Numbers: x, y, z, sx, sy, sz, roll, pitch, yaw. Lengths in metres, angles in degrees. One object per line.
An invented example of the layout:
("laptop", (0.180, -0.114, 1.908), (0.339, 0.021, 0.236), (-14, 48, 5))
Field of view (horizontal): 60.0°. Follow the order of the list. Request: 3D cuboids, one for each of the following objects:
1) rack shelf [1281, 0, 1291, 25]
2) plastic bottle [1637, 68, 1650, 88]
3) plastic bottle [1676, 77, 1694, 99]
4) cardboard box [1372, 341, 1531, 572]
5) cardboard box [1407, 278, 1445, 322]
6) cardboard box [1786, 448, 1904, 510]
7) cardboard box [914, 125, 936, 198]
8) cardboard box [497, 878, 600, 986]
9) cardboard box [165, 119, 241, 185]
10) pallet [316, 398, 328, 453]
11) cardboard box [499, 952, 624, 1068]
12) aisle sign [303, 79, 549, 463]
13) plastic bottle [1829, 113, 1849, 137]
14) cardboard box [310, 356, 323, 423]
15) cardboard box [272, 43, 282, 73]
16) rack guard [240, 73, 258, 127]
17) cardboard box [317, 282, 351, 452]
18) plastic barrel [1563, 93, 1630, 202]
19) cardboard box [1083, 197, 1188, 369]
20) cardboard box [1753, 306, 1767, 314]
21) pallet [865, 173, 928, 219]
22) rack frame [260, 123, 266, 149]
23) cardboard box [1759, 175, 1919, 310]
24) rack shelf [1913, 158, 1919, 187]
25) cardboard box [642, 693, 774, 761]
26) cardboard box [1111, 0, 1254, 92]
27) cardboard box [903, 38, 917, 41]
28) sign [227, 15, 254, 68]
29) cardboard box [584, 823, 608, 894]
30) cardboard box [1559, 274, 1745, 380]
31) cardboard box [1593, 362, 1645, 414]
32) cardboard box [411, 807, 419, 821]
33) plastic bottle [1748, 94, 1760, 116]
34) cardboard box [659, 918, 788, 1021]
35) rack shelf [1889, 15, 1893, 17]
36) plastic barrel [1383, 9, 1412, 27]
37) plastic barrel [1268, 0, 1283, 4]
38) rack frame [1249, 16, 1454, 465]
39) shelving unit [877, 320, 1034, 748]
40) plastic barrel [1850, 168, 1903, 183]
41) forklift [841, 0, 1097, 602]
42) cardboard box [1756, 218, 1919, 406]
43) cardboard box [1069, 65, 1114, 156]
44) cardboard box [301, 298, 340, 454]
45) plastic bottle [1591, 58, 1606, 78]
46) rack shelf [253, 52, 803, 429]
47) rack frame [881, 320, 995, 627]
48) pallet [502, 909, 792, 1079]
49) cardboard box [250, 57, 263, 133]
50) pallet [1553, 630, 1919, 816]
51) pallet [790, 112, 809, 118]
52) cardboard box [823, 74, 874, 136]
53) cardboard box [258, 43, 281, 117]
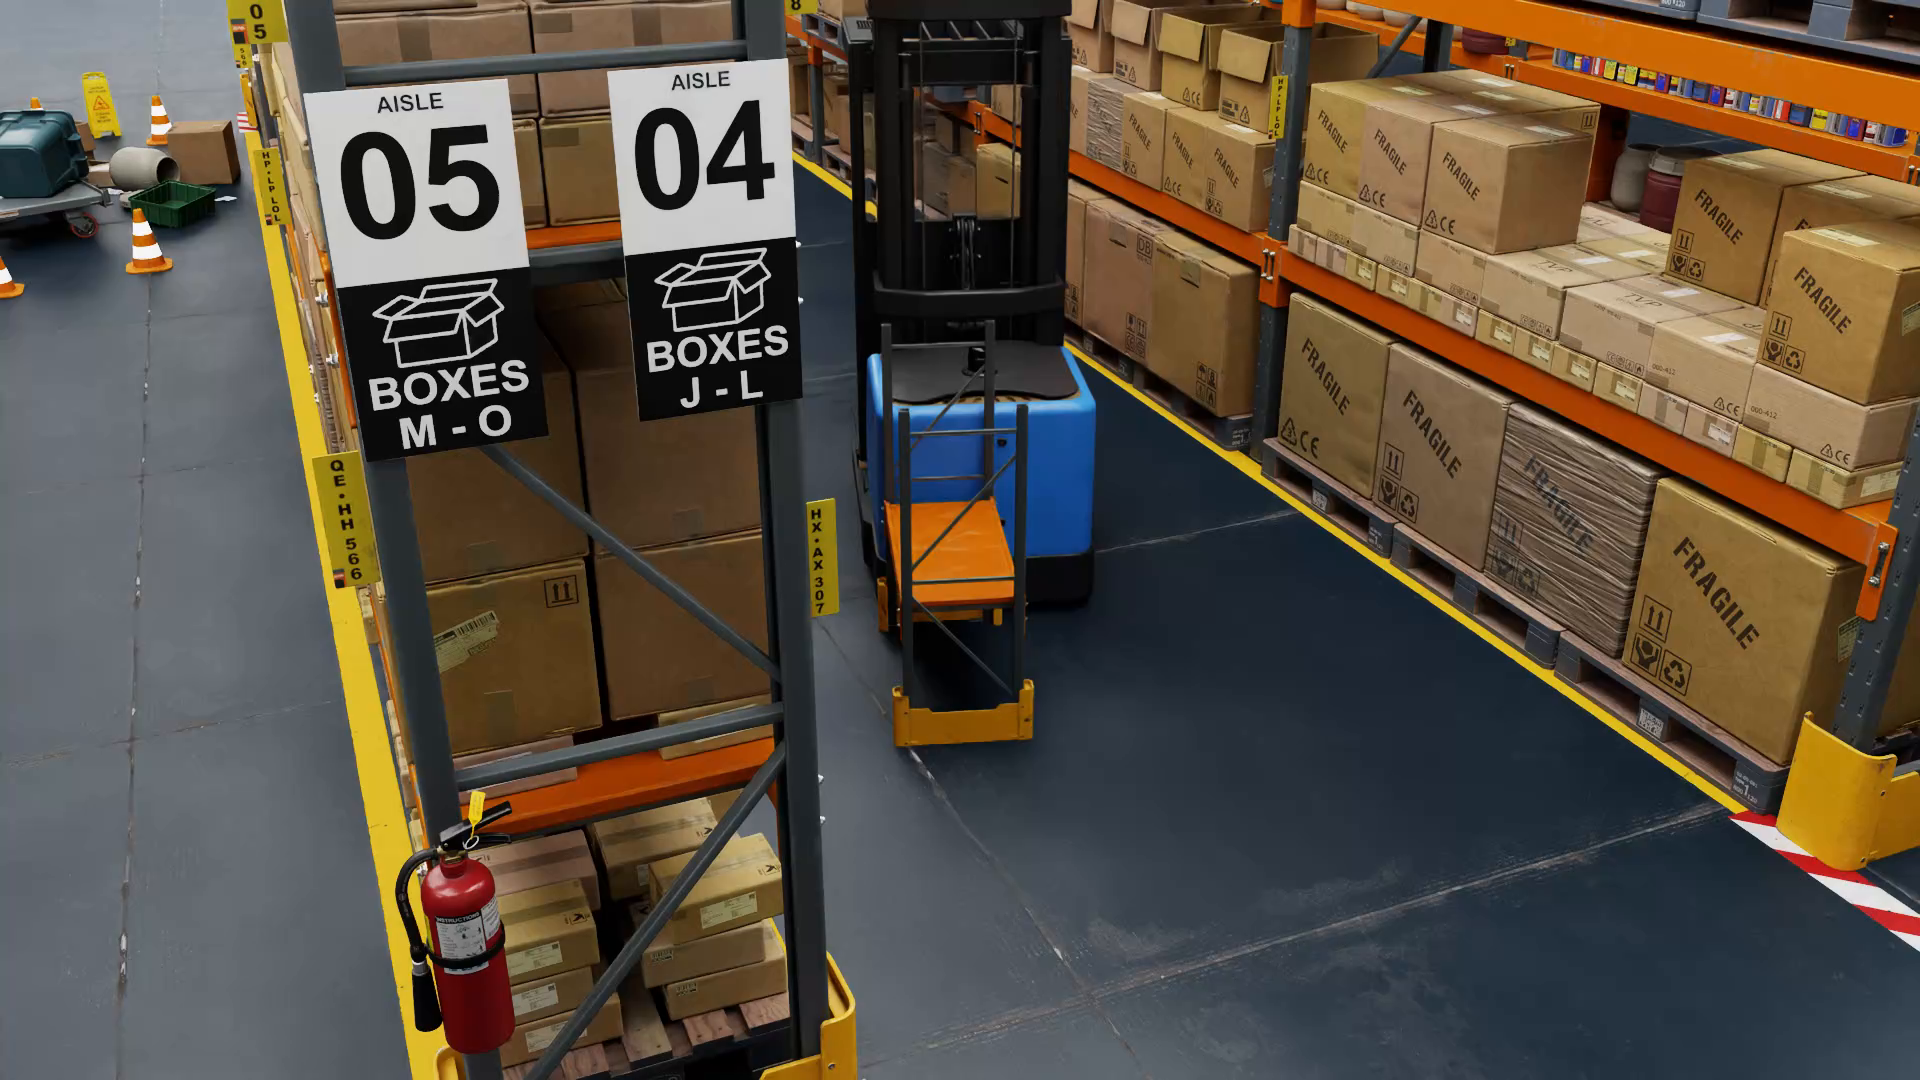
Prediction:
("rack shelf", (1.393, -3.726, 10.365), (1.077, 0.370, 4.000), (-11, 28, -21))
("plastic bottle", (5.384, -3.687, 13.029), (0.097, 0.271, 0.097), (0, 26, 0))
("plastic bottle", (5.583, -3.514, 12.670), (0.152, 0.276, 0.135), (-11, 28, -21))
("cardboard box", (2.714, -0.485, 8.267), (0.875, 0.875, 0.875), (-11, 28, -21))
("cardboard box", (2.398, -1.184, 8.042), (0.380, 0.149, 0.250), (-11, 28, -21))
("cardboard box", (3.301, -0.254, 6.137), (0.380, 0.149, 0.250), (-10, 28, -20))
("cardboard box", (-0.128, -3.300, 14.438), (0.700, 0.500, 0.500), (-8, 27, -16))
("cardboard box", (-1.301, 1.187, 4.993), (0.380, 0.149, 0.250), (-10, 28, -20))
("cardboard box", (-7.112, -3.641, 15.634), (0.500, 0.500, 0.500), (-6, 27, -12))
("pallet", (-3.215, -0.637, 9.815), (1.003, 0.211, 1.213), (-11, 28, -21))
("cardboard box", (-1.258, 1.448, 5.137), (0.380, 0.149, 0.250), (-10, 28, -20))
("aisle sign", (-1.108, -0.555, 3.506), (0.394, 0.787, 0.004), (-11, 28, -21))
("plastic bottle", (6.139, -2.941, 11.496), (0.152, 0.276, 0.135), (-11, 28, -21))
("cardboard box", (-3.346, -0.819, 9.379), (0.500, 0.500, 0.500), (-11, 28, -22))
("cardboard box", (-1.476, -1.322, 4.221), (0.500, 0.250, 0.500), (-11, 28, -22))
("rack guard", (-7.136, -4.814, 18.040), (1.175, 0.500, 0.348), (-11, 28, -21))
("cardboard box", (-1.467, -0.443, 4.645), (0.500, 0.500, 0.500), (-12, 28, -22))
("plastic barrel", (5.375, -3.379, 14.247), (0.600, 0.830, 0.708), (-11, 28, -21))
("cardboard box", (1.557, -1.744, 10.846), (1.225, 0.875, 0.875), (-12, 28, -22))
("cardboard box", (3.594, -0.795, 6.791), (0.500, 0.250, 0.500), (-11, 28, -21))
("pallet", (-0.168, -3.064, 14.784), (1.003, 0.211, 1.213), (-11, 28, -21))
("rack frame", (-5.560, -4.313, 14.164), (1.000, 3.000, 0.127), (-11, 28, -21))
("cardboard box", (3.608, -1.125, 6.612), (0.500, 0.500, 0.500), (-11, 28, -22))
("rack shelf", (7.517, -1.615, 9.458), (1.077, 0.370, 4.000), (-11, 28, -21))
("cardboard box", (-0.685, 0.458, 4.680), (0.380, 0.149, 0.250), (-11, 28, -21))
("cardboard box", (1.403, -3.174, 10.574), (0.797, 0.503, 0.637), (-10, 28, -19))
("cardboard box", (-0.291, -4.264, 13.740), (0.396, 0.266, 0.258), (-11, 28, -22))
("sign", (-4.503, -3.121, 10.404), (0.100, 0.325, 0.005), (-11, 28, -21))
("cardboard box", (-1.062, 1.031, 5.651), (0.380, 0.149, 0.250), (-10, 28, -20))
("cardboard box", (2.912, -0.906, 7.019), (0.500, 0.250, 0.500), (-12, 28, -22))
("cardboard box", (2.899, -0.666, 6.981), (0.380, 0.149, 0.250), (-11, 28, -22))
("cardboard box", (-1.749, 0.910, 5.899), (0.380, 0.149, 0.250), (-10, 28, -20))
("plastic bottle", (5.818, -3.207, 12.126), (0.097, 0.201, 0.097), (0, 26, 0))
("cardboard box", (-0.771, 1.358, 5.321), (0.380, 0.149, 0.250), (-10, 28, -20))
("rack shelf", (8.944, -5.694, 17.813), (1.077, 0.370, 4.000), (-11, 28, -21))
("plastic barrel", (4.231, -5.141, 15.706), (0.433, 0.535, 0.433), (0, 26, 0))
("plastic barrel", (3.474, -5.992, 17.033), (0.600, 0.901, 0.708), (-11, 28, -21))
("rack frame", (2.177, -1.894, 9.211), (1.000, 3.000, 0.127), (-11, 28, -21))
("shelving unit", (-0.040, -0.052, 7.146), (0.587, 1.500, 1.083), (-3, 26, -6))
("plastic barrel", (6.537, -2.214, 11.778), (0.600, 0.901, 0.708), (-11, 28, -21))
("forklift", (-0.027, -1.607, 8.700), (1.130, 2.935, 3.031), (-3, 26, -6))
("cardboard box", (3.311, -0.834, 6.017), (0.500, 0.500, 0.500), (-10, 28, -20))
("cardboard box", (0.958, -2.897, 11.151), (0.500, 0.500, 0.500), (-11, 28, -22))
("cardboard box", (-2.100, -0.610, 6.128), (0.500, 0.500, 0.500), (-11, 28, -22))
("plastic bottle", (5.221, -3.887, 13.435), (0.152, 0.276, 0.135), (-11, 28, -21))
("rack shelf", (-1.643, -1.300, 5.395), (1.077, 0.370, 4.000), (-11, 28, -21))
("rack frame", (-0.095, -0.277, 7.609), (0.500, 1.500, 0.032), (-3, 26, -6))
("pallet", (-1.176, 1.420, 5.601), (1.003, 0.211, 1.213), (-11, 28, -21))
("cardboard box", (-4.611, -3.080, 11.525), (0.500, 0.500, 0.500), (-11, 28, -21))
("pallet", (3.358, 0.664, 7.149), (1.003, 0.211, 1.213), (-11, 28, -21))
("pallet", (-1.733, -4.629, 17.991), (1.003, 0.211, 1.213), (-11, 28, -21))
("cardboard box", (-1.076, -4.358, 16.627), (0.500, 0.500, 0.500), (-11, 28, -22))
("cardboard box", (-1.897, -1.505, 5.166), (0.500, 0.250, 0.500), (-9, 28, -18))
